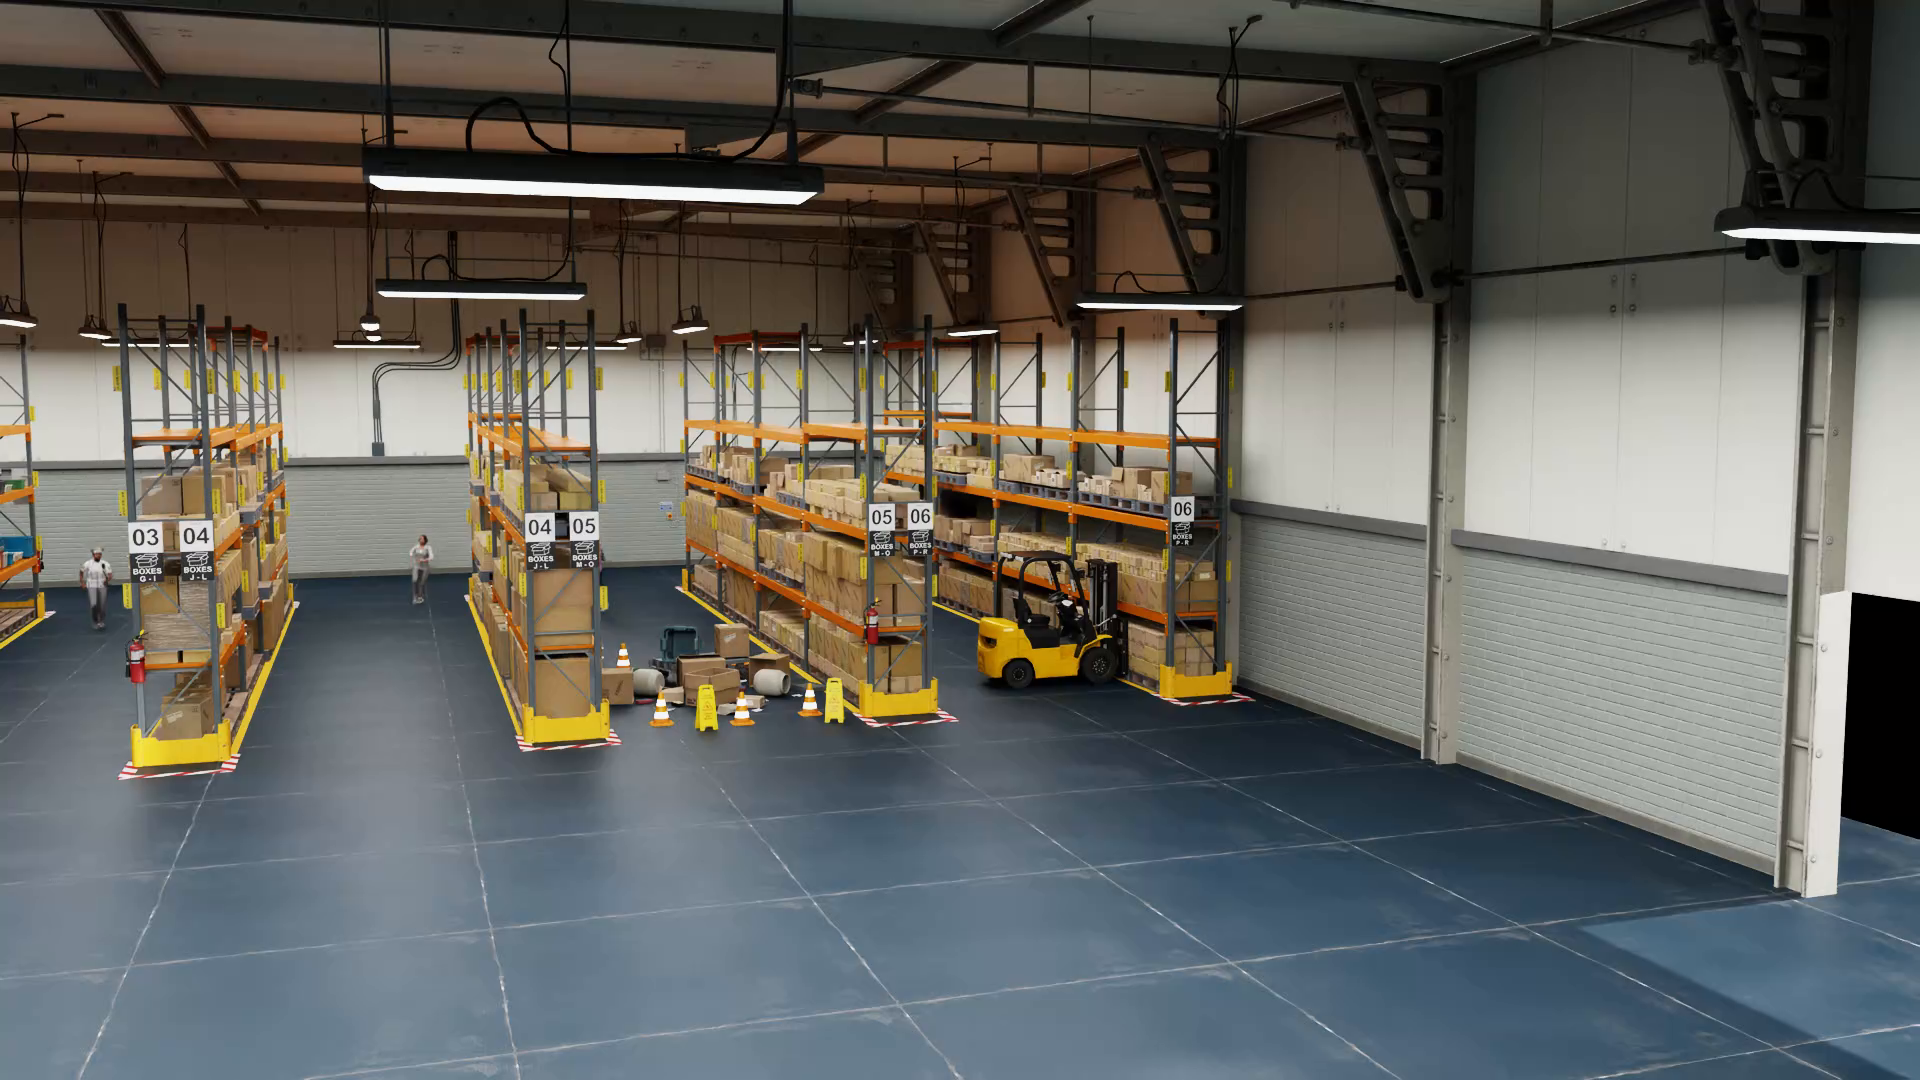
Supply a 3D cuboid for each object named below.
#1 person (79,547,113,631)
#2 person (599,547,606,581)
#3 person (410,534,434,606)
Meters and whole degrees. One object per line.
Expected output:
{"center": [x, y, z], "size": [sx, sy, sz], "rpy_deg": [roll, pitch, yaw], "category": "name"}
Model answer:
{"center": [-17.466, 0.985, 33.666], "size": [0.589, 1.705, 0.654], "rpy_deg": [-4, 6, -33], "category": "person"}
{"center": [-8.087, 0.700, 36.715], "size": [0.548, 1.572, 0.877], "rpy_deg": [-4, 7, -34], "category": "person"}
{"center": [-12.123, 0.669, 37.457], "size": [0.540, 1.599, 0.610], "rpy_deg": [-1, 6, -11], "category": "person"}
